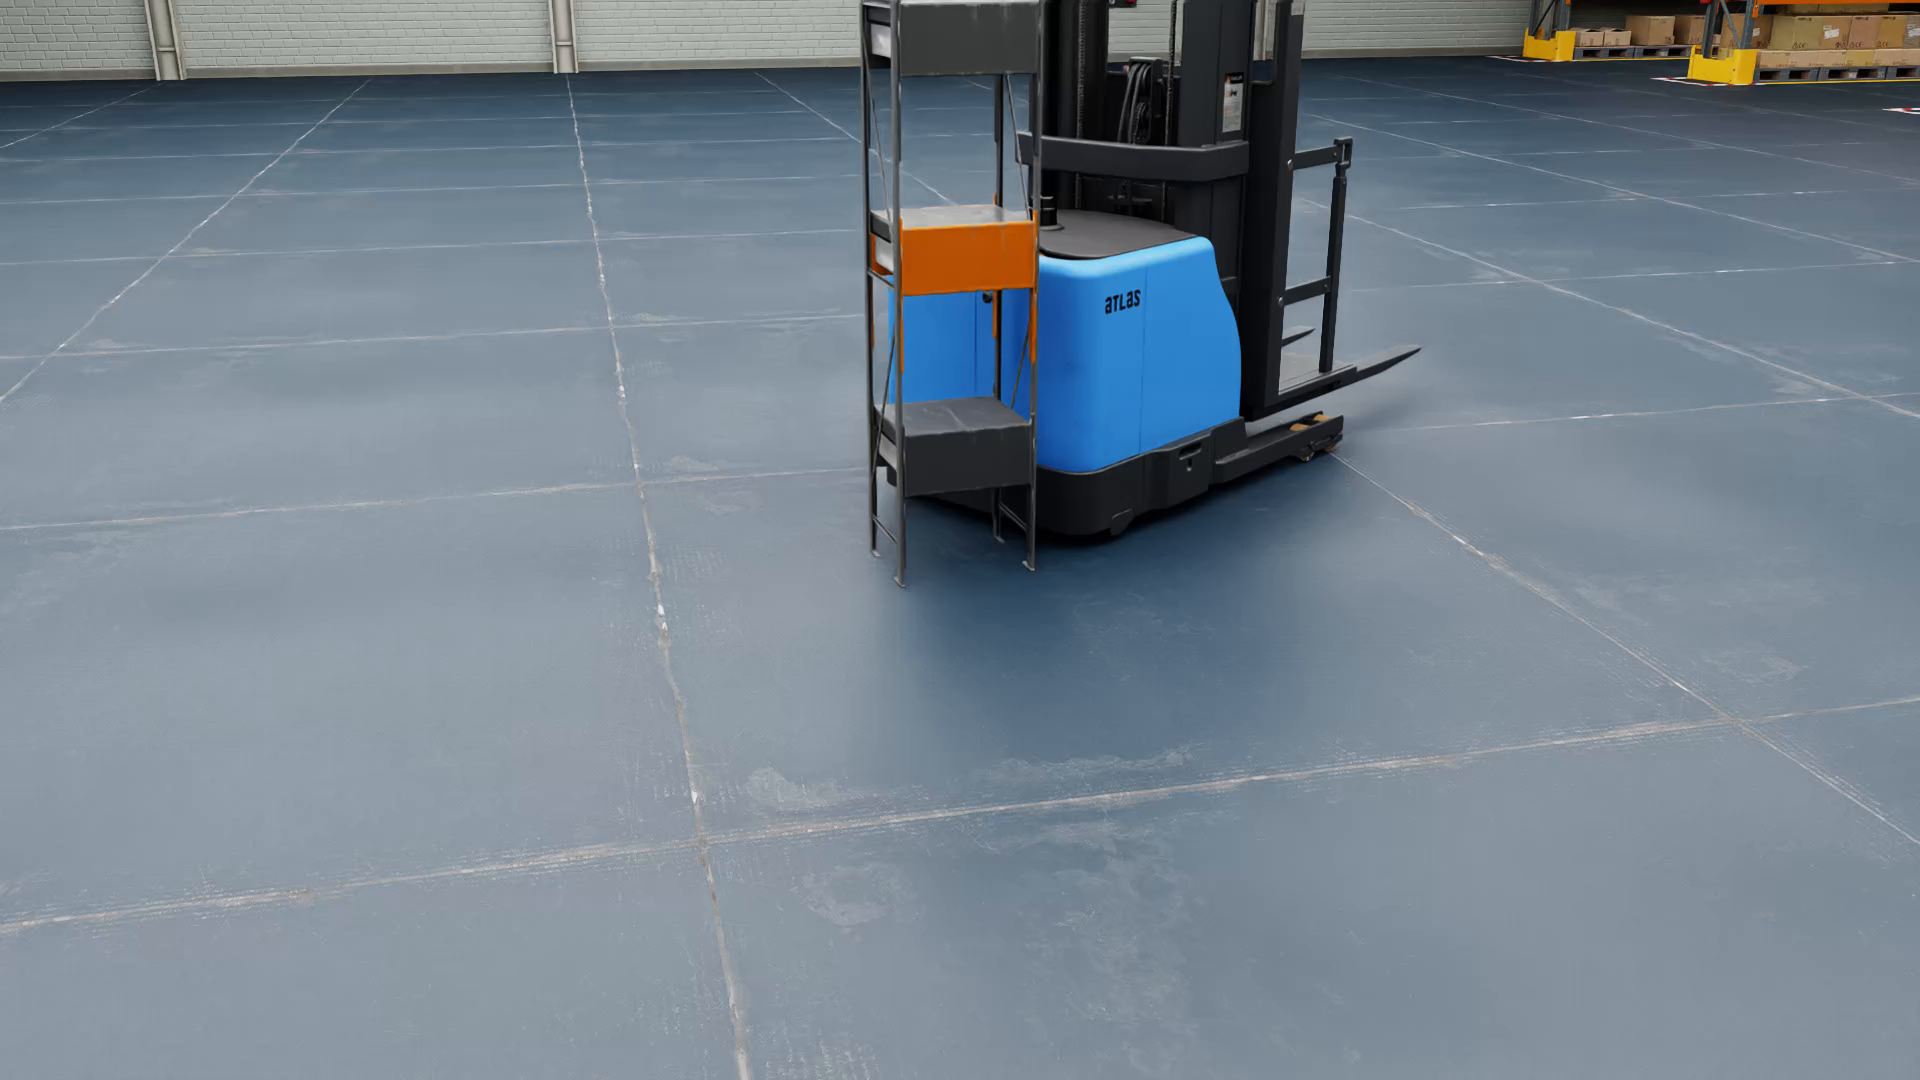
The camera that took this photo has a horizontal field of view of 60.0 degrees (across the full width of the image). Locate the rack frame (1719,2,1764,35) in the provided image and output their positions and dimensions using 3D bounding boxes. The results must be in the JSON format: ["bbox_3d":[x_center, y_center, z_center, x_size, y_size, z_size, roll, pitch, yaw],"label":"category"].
[{"bbox_3d":[14.480,-10.466,30.525,0.127,3.000,1.000,-5,21,-12],"label":"rack frame"}]

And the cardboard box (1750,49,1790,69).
[{"bbox_3d":[12.304,-7.366,25.448,0.500,0.250,0.500,-5,21,-12],"label":"cardboard box"}]

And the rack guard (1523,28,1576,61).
[{"bbox_3d":[10.662,-8.982,30.107,0.348,0.500,1.175,-5,21,-12],"label":"rack guard"}]

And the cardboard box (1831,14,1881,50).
[{"bbox_3d":[13.765,-7.836,25.641,0.500,0.500,0.500,-5,21,-12],"label":"cardboard box"}]

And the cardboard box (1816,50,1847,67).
[{"bbox_3d":[13.277,-7.446,25.667,0.500,0.250,0.500,-5,21,-12],"label":"cardboard box"}]

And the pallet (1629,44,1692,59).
[{"bbox_3d":[12.645,-8.994,30.560,1.213,0.211,1.003,-5,21,-12],"label":"pallet"}]

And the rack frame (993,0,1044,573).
[{"bbox_3d":[0.197,-0.934,5.810,0.015,2.100,0.400,-7,21,-17],"label":"rack frame"}]

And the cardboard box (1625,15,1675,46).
[{"bbox_3d":[12.562,-9.293,30.318,0.500,0.500,0.700,-6,21,-16],"label":"cardboard box"}]

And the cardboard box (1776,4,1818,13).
[{"bbox_3d":[15.621,-9.951,31.023,0.500,0.250,0.500,-5,21,-14],"label":"cardboard box"}]

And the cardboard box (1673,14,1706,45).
[{"bbox_3d":[13.479,-9.403,30.618,0.500,0.500,0.500,-6,21,-17],"label":"cardboard box"}]

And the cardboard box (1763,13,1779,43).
[{"bbox_3d":[15.193,-9.563,31.053,0.500,0.500,0.700,-4,20,-11],"label":"cardboard box"}]

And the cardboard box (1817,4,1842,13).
[{"bbox_3d":[16.126,-9.993,31.138,0.500,0.250,0.500,-5,21,-14],"label":"cardboard box"}]

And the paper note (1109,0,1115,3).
[{"bbox_3d":[2.629,-9.432,28.983,0.142,0.148,0.016,-5,21,-12],"label":"paper note"}]

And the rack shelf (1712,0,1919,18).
[{"bbox_3d":[13.677,-8.312,25.691,4.000,0.370,1.077,-5,21,-12],"label":"rack shelf"}]

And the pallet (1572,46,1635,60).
[{"bbox_3d":[11.460,-8.899,30.300,1.213,0.211,1.003,-5,21,-12],"label":"pallet"}]

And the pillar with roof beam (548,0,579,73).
[{"bbox_3d":[-5.457,-10.446,21.747,0.400,9.000,9.100,-5,21,-12],"label":"pillar with roof beam"}]

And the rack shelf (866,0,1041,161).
[{"bbox_3d":[-0.034,-1.551,5.501,0.480,0.518,0.431,-7,21,-17],"label":"rack shelf"}]

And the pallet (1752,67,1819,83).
[{"bbox_3d":[12.466,-7.257,25.818,1.213,0.211,1.003,-5,21,-12],"label":"pallet"}]

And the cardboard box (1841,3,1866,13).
[{"bbox_3d":[16.616,-10.027,31.230,0.500,0.250,0.500,-5,21,-13],"label":"cardboard box"}]

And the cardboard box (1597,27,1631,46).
[{"bbox_3d":[11.836,-9.163,30.238,0.500,0.311,0.500,-3,20,-8],"label":"cardboard box"}]

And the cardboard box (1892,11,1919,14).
[{"bbox_3d":[15.100,-8.134,26.457,0.500,0.500,0.500,-5,21,-12],"label":"cardboard box"}]

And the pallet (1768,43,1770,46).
[{"bbox_3d":[15.238,-9.219,31.174,1.213,0.211,1.003,-5,21,-12],"label":"pallet"}]

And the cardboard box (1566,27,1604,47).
[{"bbox_3d":[11.282,-9.118,30.115,0.500,0.311,0.500,-7,21,-19],"label":"cardboard box"}]

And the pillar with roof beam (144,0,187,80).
[{"bbox_3d":[-11.296,-9.971,20.451,0.400,9.000,9.100,-5,21,-12],"label":"pillar with roof beam"}]

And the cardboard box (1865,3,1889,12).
[{"bbox_3d":[17.115,-10.069,31.345,0.500,0.250,0.500,-4,21,-11],"label":"cardboard box"}]

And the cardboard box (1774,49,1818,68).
[{"bbox_3d":[12.790,-7.406,25.559,0.500,0.250,0.500,-5,21,-12],"label":"cardboard box"}]

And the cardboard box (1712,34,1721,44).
[{"bbox_3d":[13.967,-9.290,30.793,0.250,0.166,0.380,-7,21,-20],"label":"cardboard box"}]

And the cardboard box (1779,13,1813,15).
[{"bbox_3d":[13.154,-7.976,26.024,0.500,0.500,0.500,-5,21,-12],"label":"cardboard box"}]

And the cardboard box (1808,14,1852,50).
[{"bbox_3d":[13.274,-7.802,25.549,0.500,0.500,0.500,-5,21,-12],"label":"cardboard box"}]

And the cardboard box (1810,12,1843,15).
[{"bbox_3d":[13.641,-8.015,26.131,0.500,0.500,0.500,-5,21,-12],"label":"cardboard box"}]

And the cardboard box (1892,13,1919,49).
[{"bbox_3d":[14.734,-7.921,25.873,0.500,0.500,0.500,-5,21,-12],"label":"cardboard box"}]

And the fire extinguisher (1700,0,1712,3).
[{"bbox_3d":[11.509,-8.601,25.547,0.183,0.674,0.296,-5,21,-12],"label":"fire extinguisher"}]

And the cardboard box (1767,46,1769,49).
[{"bbox_3d":[12.669,-7.583,26.040,0.500,0.250,0.500,-5,21,-12],"label":"cardboard box"}]

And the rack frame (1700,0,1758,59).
[{"bbox_3d":[11.731,-8.492,25.135,0.127,3.000,1.000,-5,21,-12],"label":"rack frame"}]

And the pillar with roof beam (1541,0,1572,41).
[{"bbox_3d":[12.060,-11.870,25.636,0.400,9.000,9.100,-5,21,-12],"label":"pillar with roof beam"}]

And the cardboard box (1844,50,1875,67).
[{"bbox_3d":[13.764,-7.484,25.771,0.500,0.250,0.500,-5,21,-12],"label":"cardboard box"}]

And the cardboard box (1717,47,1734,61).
[{"bbox_3d":[12.185,-7.539,25.921,0.500,0.250,0.500,-5,21,-12],"label":"cardboard box"}]

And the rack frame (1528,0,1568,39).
[{"bbox_3d":[10.588,-10.149,29.661,0.127,3.000,1.000,-5,21,-12],"label":"rack frame"}]

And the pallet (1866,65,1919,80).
[{"bbox_3d":[14.840,-7.450,26.345,1.213,0.211,1.003,-5,21,-12],"label":"pallet"}]

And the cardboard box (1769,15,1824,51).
[{"bbox_3d":[12.790,-7.758,25.429,0.500,0.500,0.500,-5,21,-12],"label":"cardboard box"}]

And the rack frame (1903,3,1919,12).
[{"bbox_3d":[18.373,-10.783,31.389,0.127,3.000,1.000,-5,21,-12],"label":"rack frame"}]

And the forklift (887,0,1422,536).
[{"bbox_3d":[1.054,-1.819,7.020,1.130,2.935,3.031,17,26,38],"label":"forklift"}]

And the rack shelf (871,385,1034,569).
[{"bbox_3d":[-0.034,-0.237,5.983,0.480,0.518,0.431,-7,21,-17],"label":"rack shelf"}]

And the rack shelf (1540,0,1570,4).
[{"bbox_3d":[12.534,-9.970,30.216,4.000,0.370,1.077,-5,21,-12],"label":"rack shelf"}]

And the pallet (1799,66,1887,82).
[{"bbox_3d":[13.651,-7.352,26.078,1.213,0.211,1.003,-5,21,-12],"label":"pallet"}]

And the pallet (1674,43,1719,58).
[{"bbox_3d":[13.835,-9.092,30.827,1.213,0.211,1.003,-5,21,-12],"label":"pallet"}]

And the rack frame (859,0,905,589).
[{"bbox_3d":[-0.265,-0.880,5.664,0.015,2.100,0.400,-7,21,-17],"label":"rack frame"}]

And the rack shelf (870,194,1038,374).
[{"bbox_3d":[-0.034,-0.894,5.742,0.480,0.518,0.431,-7,21,-17],"label":"rack shelf"}]

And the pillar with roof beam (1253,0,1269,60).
[{"bbox_3d":[6.221,-11.395,24.340,0.400,9.000,9.100,-5,21,-12],"label":"pillar with roof beam"}]

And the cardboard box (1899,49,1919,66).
[{"bbox_3d":[14.734,-7.568,26.001,0.500,0.250,0.500,-5,21,-12],"label":"cardboard box"}]

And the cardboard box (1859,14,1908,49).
[{"bbox_3d":[14.248,-7.880,25.762,0.500,0.500,0.500,-5,21,-12],"label":"cardboard box"}]

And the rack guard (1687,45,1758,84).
[{"bbox_3d":[11.708,-7.316,25.559,0.348,0.500,1.175,-5,21,-12],"label":"rack guard"}]

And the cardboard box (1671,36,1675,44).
[{"bbox_3d":[12.919,-9.214,30.612,0.250,0.149,0.380,-6,21,-17],"label":"cardboard box"}]

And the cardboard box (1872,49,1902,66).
[{"bbox_3d":[14.251,-7.524,25.879,0.500,0.250,0.500,-5,21,-12],"label":"cardboard box"}]

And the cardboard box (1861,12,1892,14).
[{"bbox_3d":[14.616,-8.092,26.341,0.500,0.500,0.500,-5,21,-12],"label":"cardboard box"}]

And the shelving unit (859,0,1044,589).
[{"bbox_3d":[-0.034,-0.907,5.737,0.503,2.100,0.431,-7,21,-17],"label":"shelving unit"}]

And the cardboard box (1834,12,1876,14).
[{"bbox_3d":[14.127,-8.055,26.240,0.500,0.500,0.500,-5,21,-12],"label":"cardboard box"}]

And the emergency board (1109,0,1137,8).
[{"bbox_3d":[2.817,-9.837,28.807,0.643,1.169,0.194,-5,21,-12],"label":"emergency board"}]

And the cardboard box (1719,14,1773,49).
[{"bbox_3d":[12.185,-7.892,25.794,0.500,0.500,0.500,-5,21,-12],"label":"cardboard box"}]
